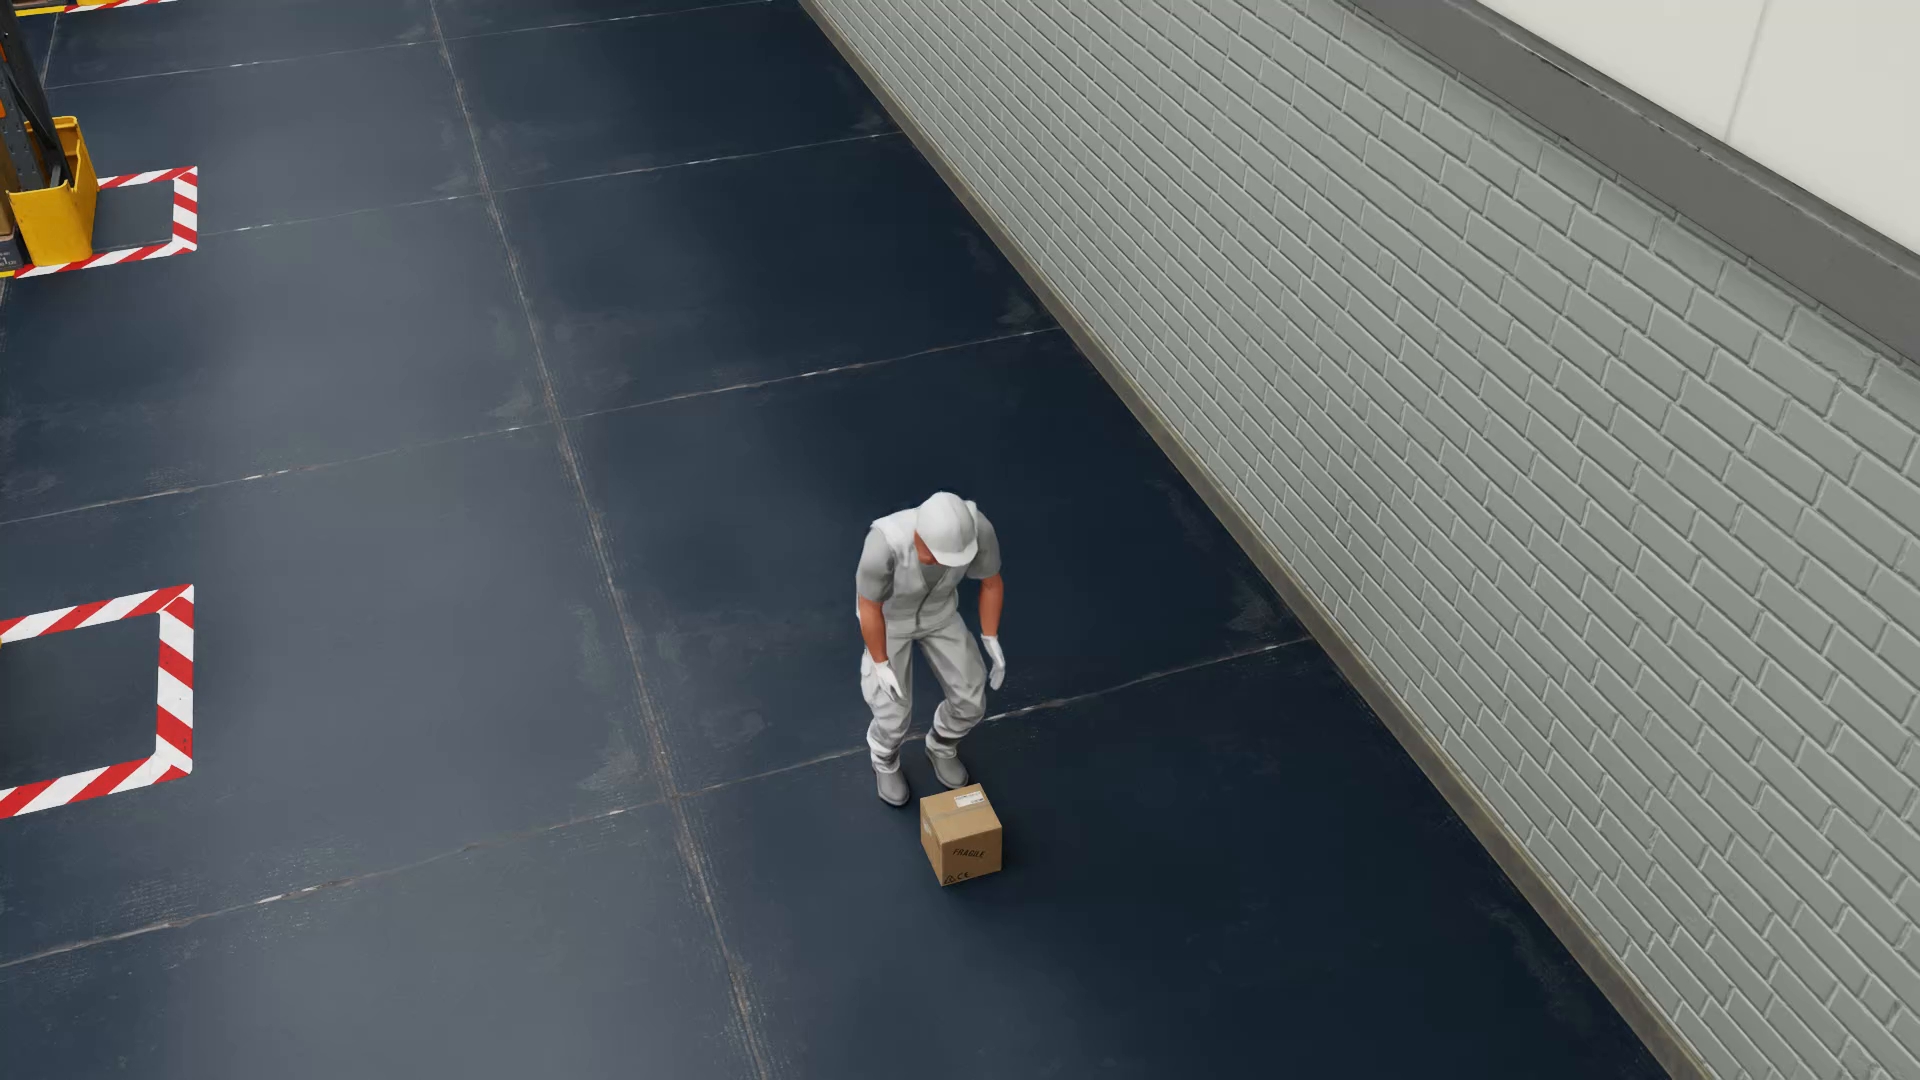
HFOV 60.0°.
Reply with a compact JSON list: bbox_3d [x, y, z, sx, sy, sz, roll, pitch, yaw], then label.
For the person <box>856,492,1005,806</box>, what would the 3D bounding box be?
[{"bbox_3d":[-0.116,0.373,6.450,0.575,1.580,0.647,-12,39,-15],"label":"person"}]
